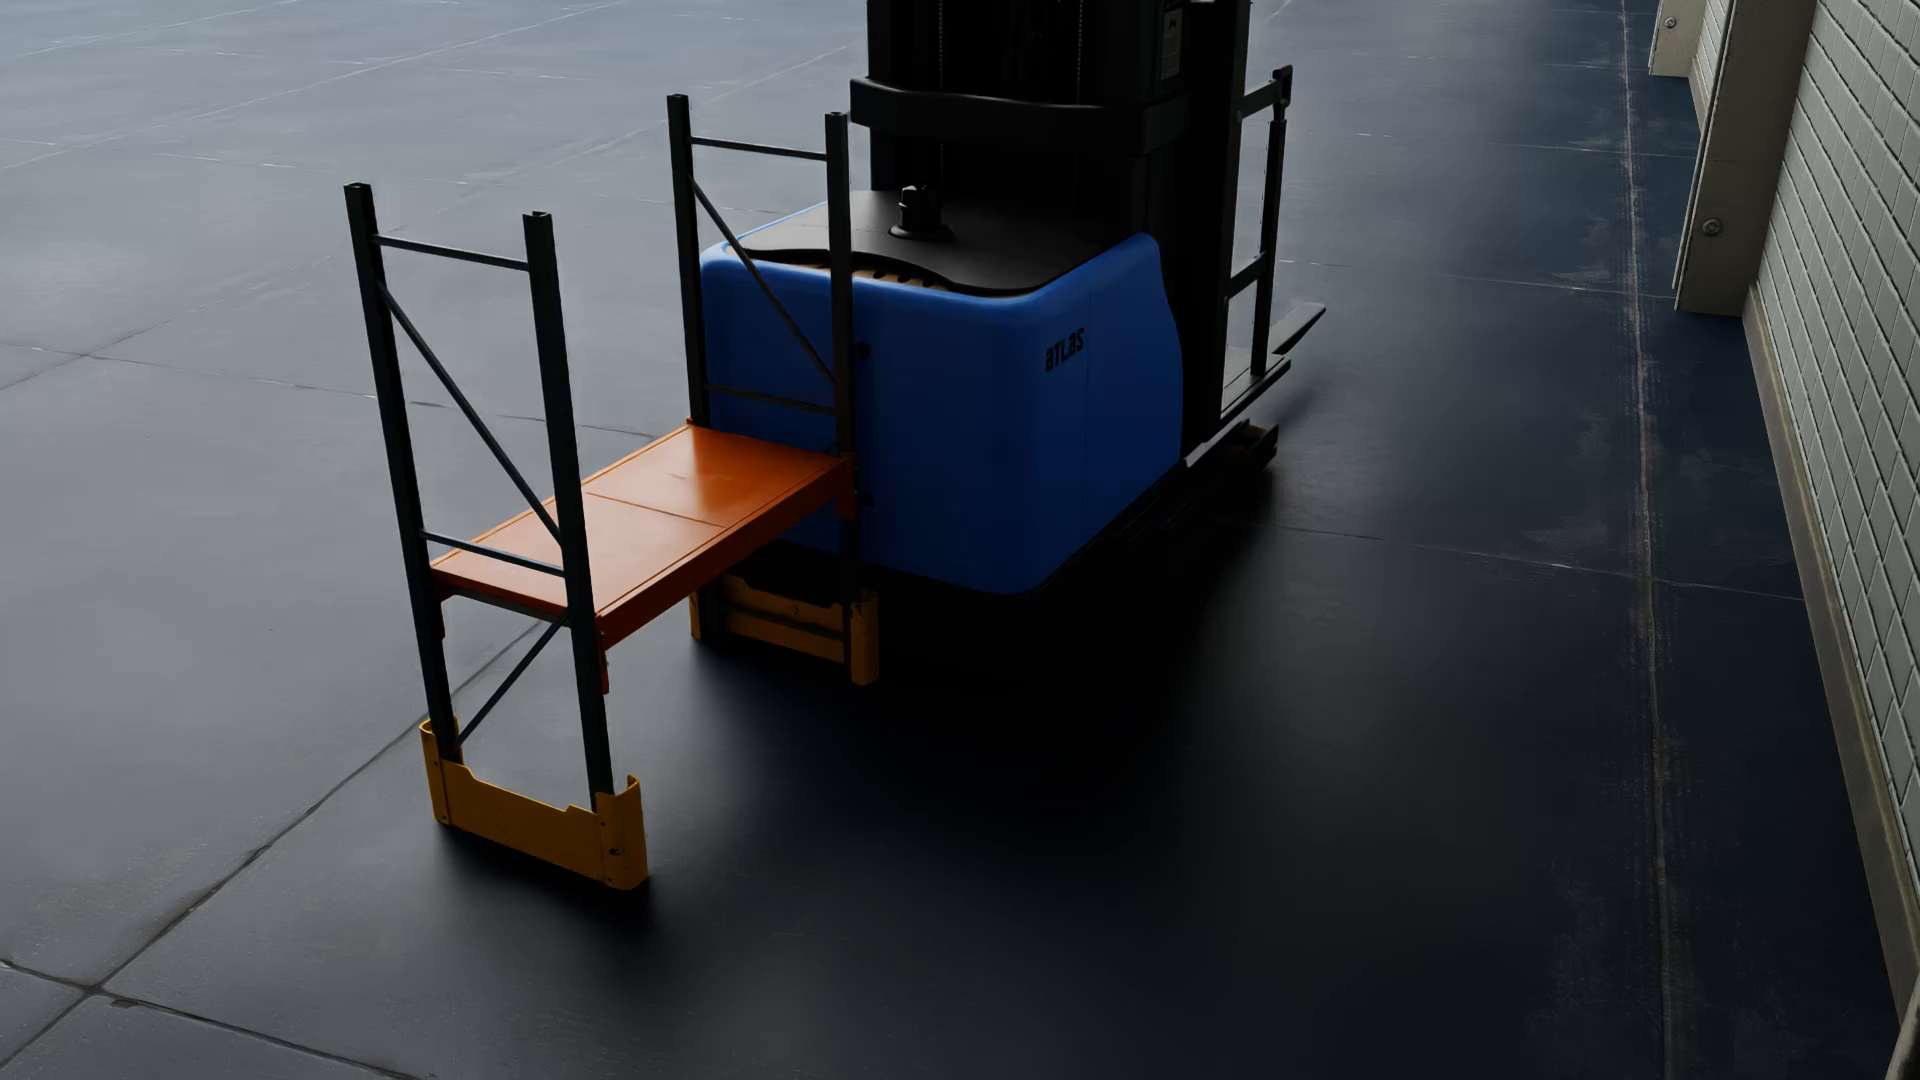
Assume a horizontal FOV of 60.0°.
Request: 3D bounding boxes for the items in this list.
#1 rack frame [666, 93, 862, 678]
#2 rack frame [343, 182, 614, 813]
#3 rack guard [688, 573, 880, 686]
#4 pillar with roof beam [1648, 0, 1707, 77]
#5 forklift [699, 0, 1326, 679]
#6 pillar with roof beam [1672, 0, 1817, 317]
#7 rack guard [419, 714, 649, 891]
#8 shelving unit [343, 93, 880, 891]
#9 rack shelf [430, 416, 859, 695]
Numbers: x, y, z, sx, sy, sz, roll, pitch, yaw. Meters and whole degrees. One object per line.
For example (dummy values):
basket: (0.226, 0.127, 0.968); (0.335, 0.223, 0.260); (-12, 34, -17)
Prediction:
rack frame: (-0.487, -0.358, 4.269); (0.500, 1.500, 0.032); (13, 29, 26)
rack frame: (-0.974, 0.031, 3.466); (0.500, 1.500, 0.032); (13, 29, 26)
rack guard: (-0.487, 0.205, 4.540); (0.587, 0.250, 0.087); (13, 29, 26)
pillar with roof beam: (1.307, -8.213, 11.887); (9.100, 9.000, 0.400); (9, 27, 17)
forklift: (0.441, -1.562, 5.112); (1.130, 2.935, 3.031); (14, 29, 26)
pillar with roof beam: (-0.690, -5.747, 6.794); (9.100, 9.000, 0.400); (9, 27, 17)
rack guard: (-0.965, 0.586, 3.753); (0.587, 0.250, 0.087); (13, 29, 26)
shelving unit: (-0.726, -0.167, 3.875); (0.587, 1.500, 1.083); (13, 29, 26)
rack shelf: (-0.730, -0.002, 3.946); (0.538, 0.185, 1.000); (13, 29, 26)
